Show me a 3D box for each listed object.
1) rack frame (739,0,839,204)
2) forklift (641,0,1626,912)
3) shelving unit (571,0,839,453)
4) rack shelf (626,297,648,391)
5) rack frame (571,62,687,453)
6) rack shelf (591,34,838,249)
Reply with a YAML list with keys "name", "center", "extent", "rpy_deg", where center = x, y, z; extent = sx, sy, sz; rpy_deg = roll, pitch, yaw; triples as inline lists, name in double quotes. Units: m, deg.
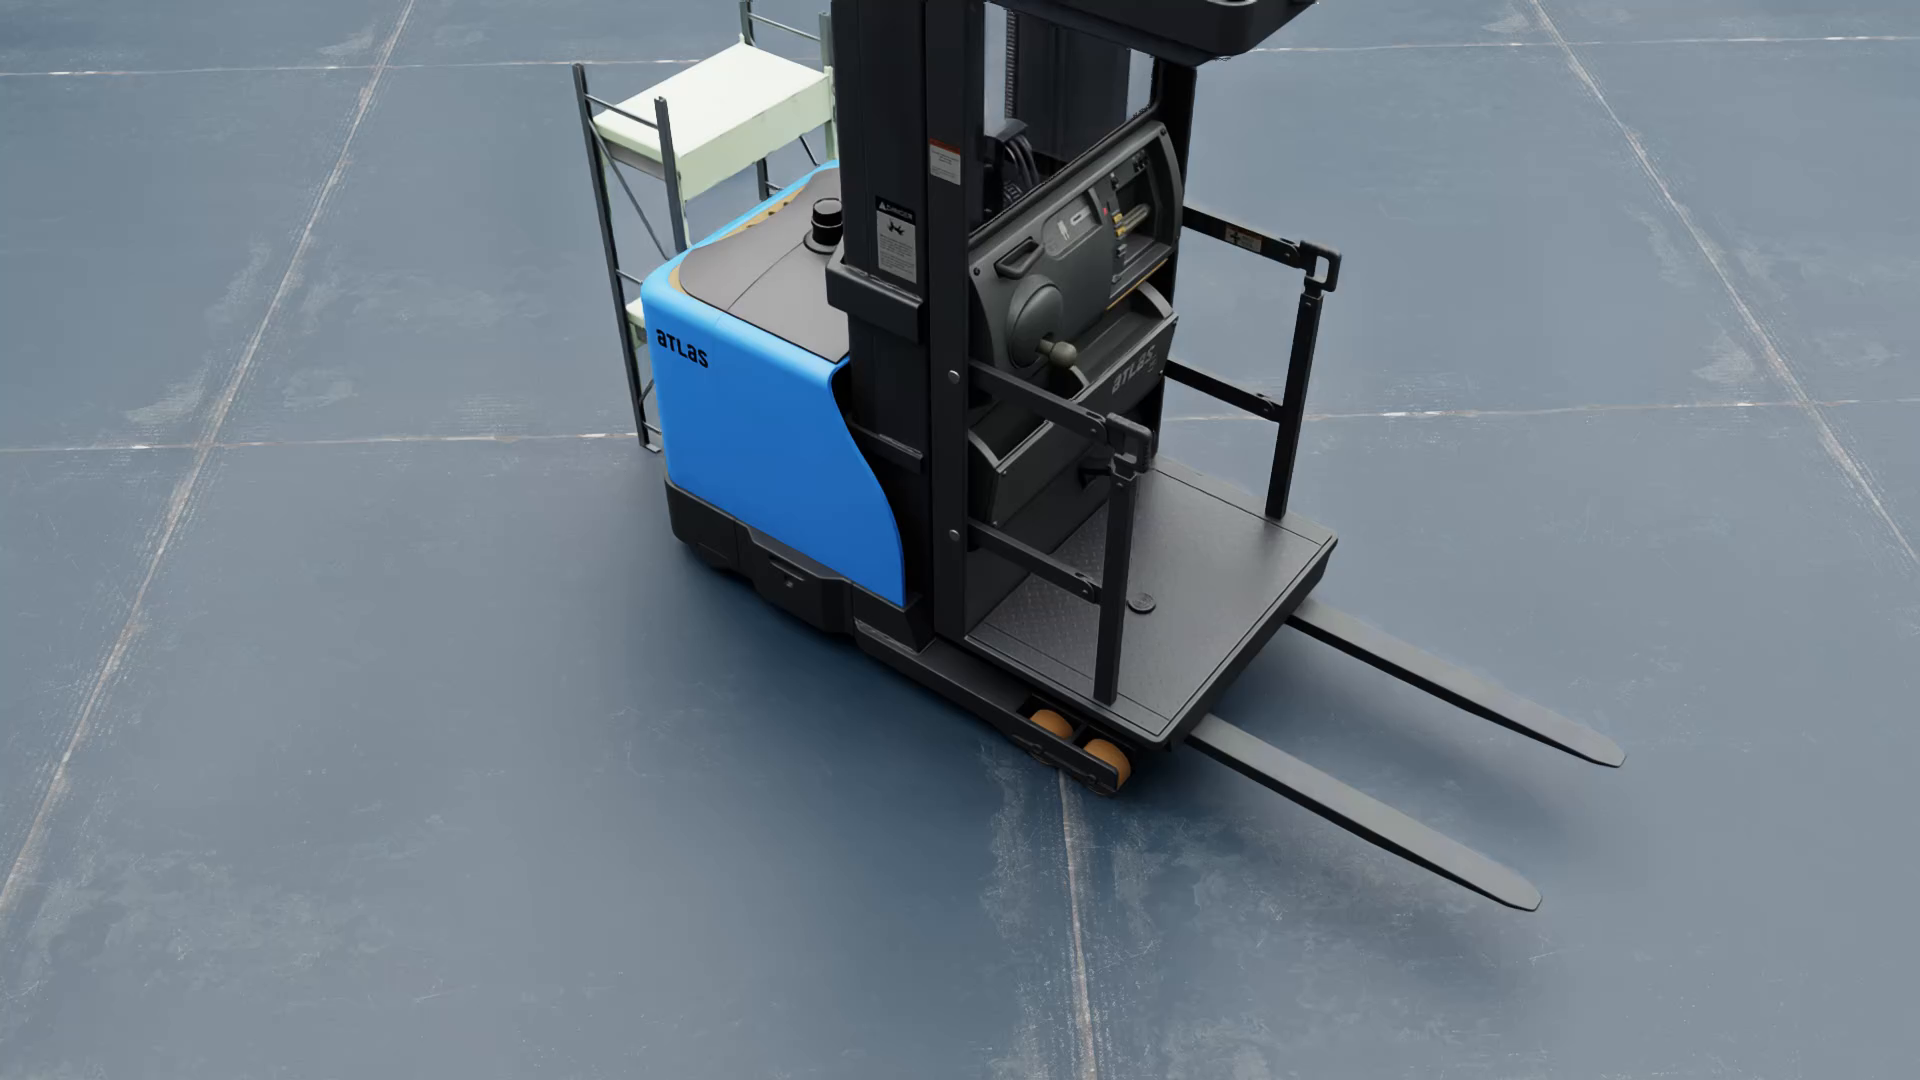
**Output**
- name: "rack frame"
  center: [-0.572, -1.221, 5.967]
  extent: [0.400, 1.500, 0.023]
  rpy_deg: [28, 49, 28]
- name: "forklift"
  center: [0.496, -0.737, 4.385]
  extent: [3.031, 2.935, 1.130]
  rpy_deg: [27, 49, 26]
- name: "shelving unit"
  center: [-0.800, -1.028, 5.756]
  extent: [0.431, 1.500, 0.755]
  rpy_deg: [28, 49, 28]
- name: "rack shelf"
  center: [-0.796, -0.785, 5.974]
  extent: [0.431, 0.370, 0.720]
  rpy_deg: [28, 49, 28]
- name: "rack frame"
  center: [-1.028, -0.834, 5.545]
  extent: [0.400, 1.500, 0.023]
  rpy_deg: [28, 49, 28]
- name: "rack shelf"
  center: [-0.805, -1.318, 5.495]
  extent: [0.431, 0.370, 0.720]
  rpy_deg: [28, 49, 28]
